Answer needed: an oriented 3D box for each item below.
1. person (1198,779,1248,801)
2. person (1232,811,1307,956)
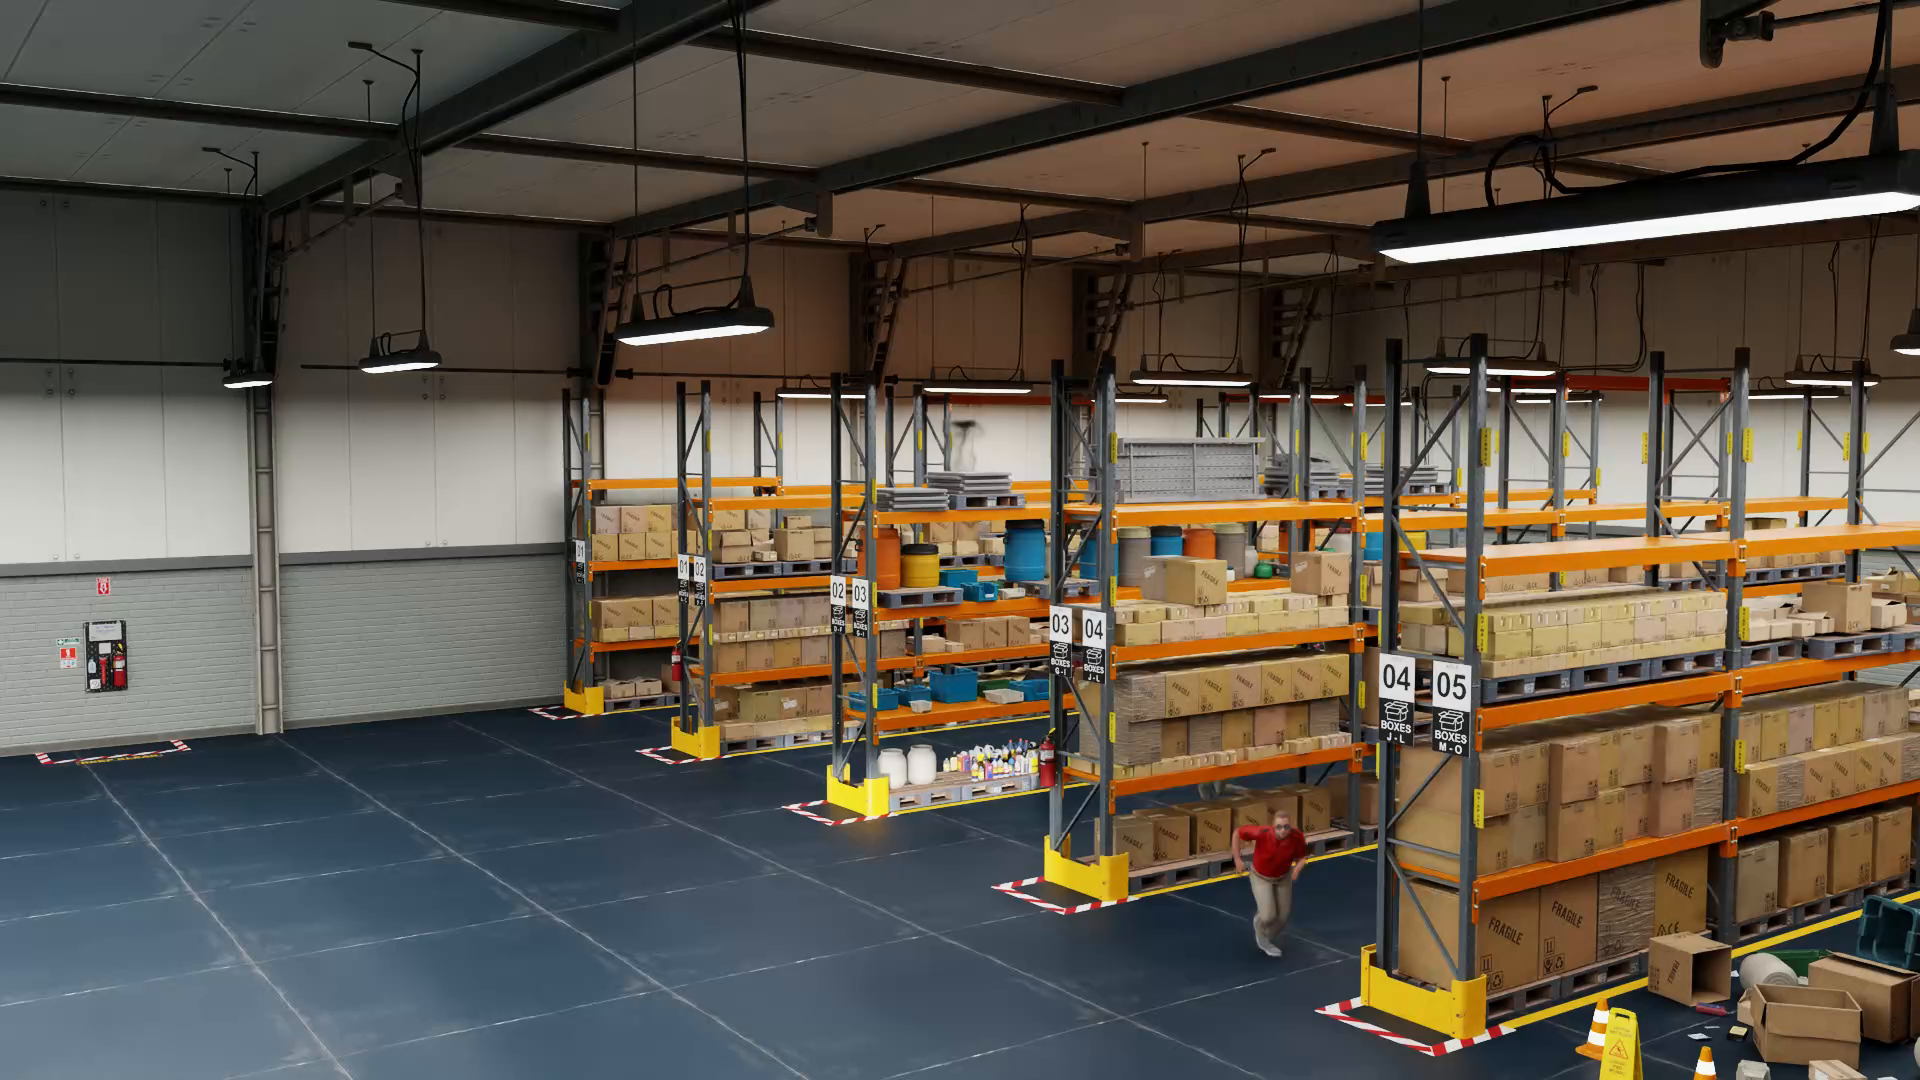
[{"bbox_3d":[3.487,2.880,22.155,0.828,1.746,0.646,-2,4,-32],"label":"person"},{"bbox_3d":[3.013,3.354,16.198,0.695,1.548,0.882,0,4,-5],"label":"person"}]
